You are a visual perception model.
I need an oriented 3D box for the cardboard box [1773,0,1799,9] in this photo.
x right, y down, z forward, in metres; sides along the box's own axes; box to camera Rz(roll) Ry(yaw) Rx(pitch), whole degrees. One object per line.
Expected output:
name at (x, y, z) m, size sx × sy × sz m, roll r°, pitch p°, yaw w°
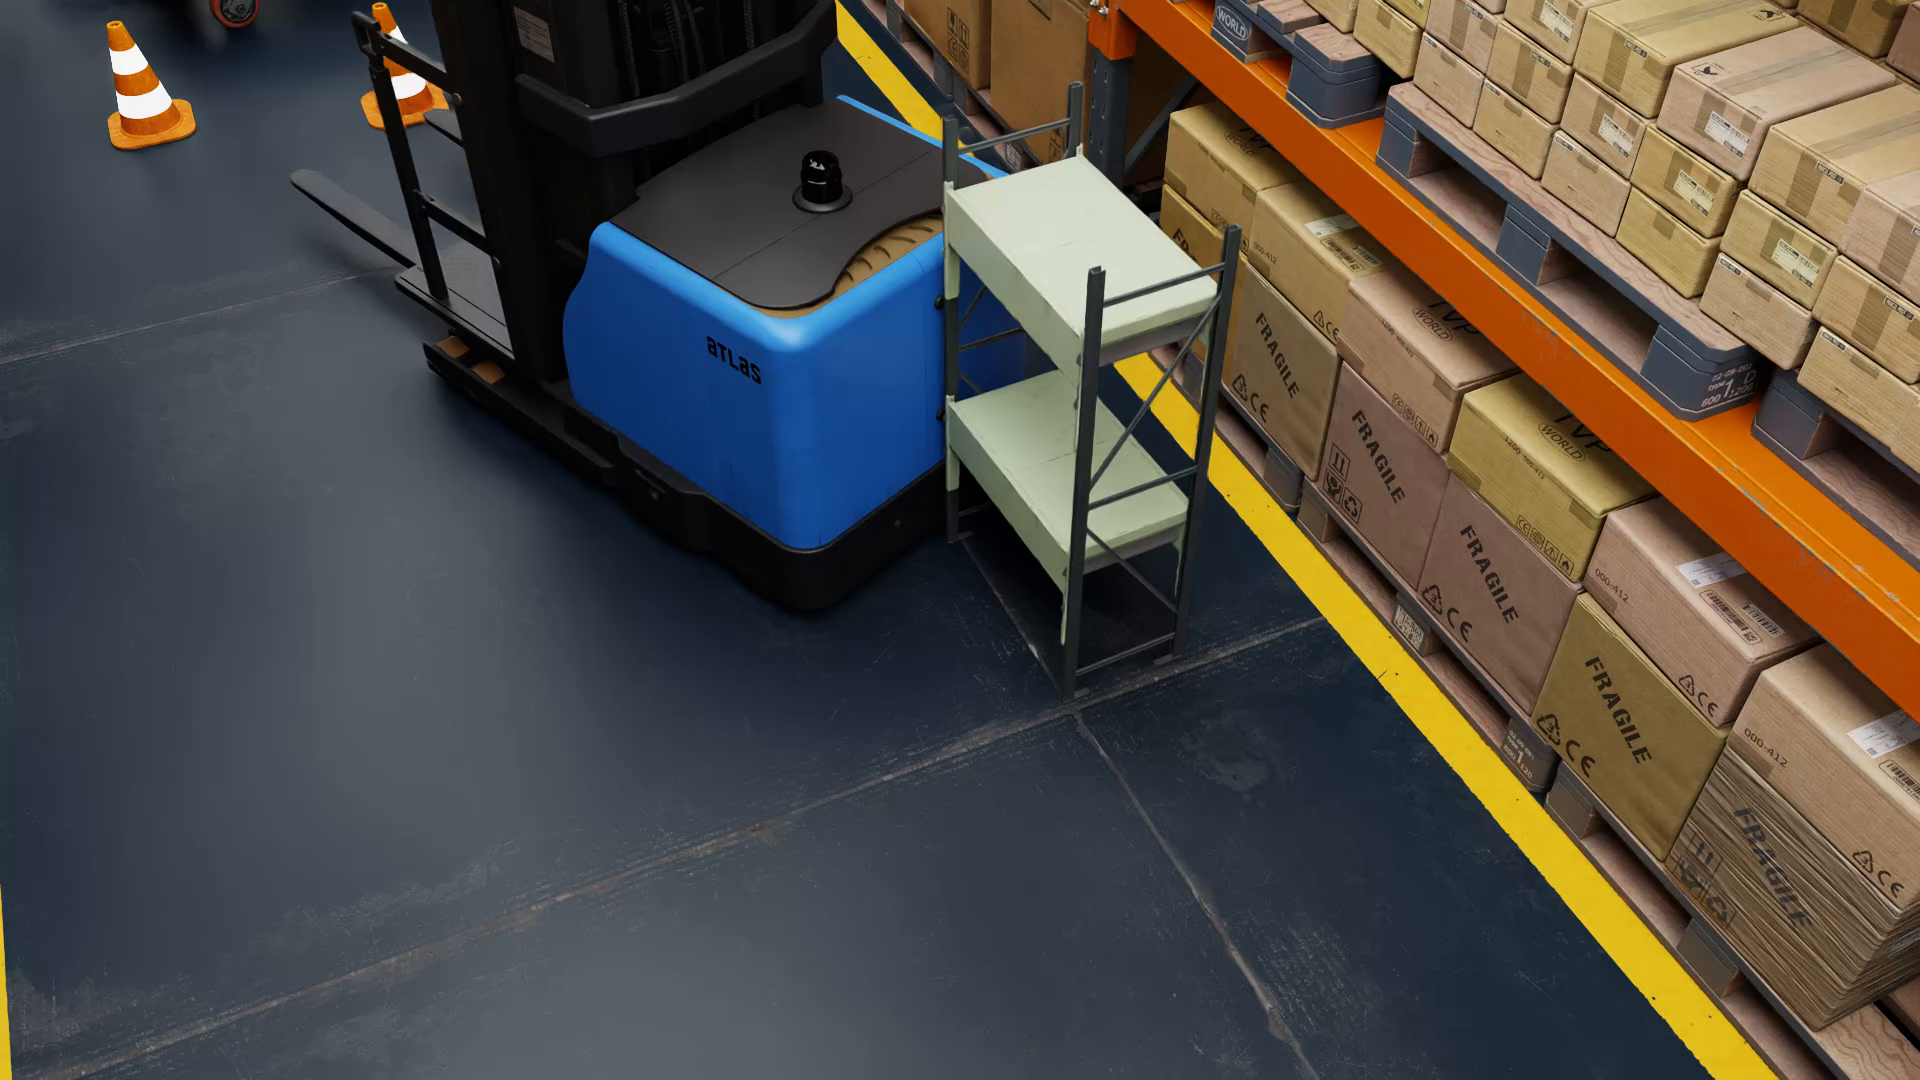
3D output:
cardboard box at (2.091, -1.443, 4.033) m, size 0.380 × 0.149 × 0.250 m, roll -16°, pitch 47°, yaw -15°

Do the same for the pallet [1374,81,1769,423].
pallet at (1.797, -0.855, 4.117) m, size 1.003 × 0.211 × 1.213 m, roll -18°, pitch 47°, yaw -17°

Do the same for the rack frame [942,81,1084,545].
rack frame at (0.138, -0.589, 4.779) m, size 0.400 × 1.500 × 0.023 m, roll -20°, pitch 48°, yaw -19°

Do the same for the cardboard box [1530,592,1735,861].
cardboard box at (1.854, 0.393, 4.197) m, size 0.500 × 0.500 × 0.500 m, roll -19°, pitch 48°, yaw -18°

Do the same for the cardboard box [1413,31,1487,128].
cardboard box at (1.388, -1.204, 4.215) m, size 0.380 × 0.149 × 0.250 m, roll -17°, pitch 47°, yaw -16°

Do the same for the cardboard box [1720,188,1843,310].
cardboard box at (1.822, -0.650, 3.441) m, size 0.380 × 0.149 × 0.250 m, roll -20°, pitch 48°, yaw -19°

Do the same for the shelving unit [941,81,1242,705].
shelving unit at (0.304, -0.360, 4.547) m, size 0.431 × 1.500 × 0.755 m, roll -20°, pitch 48°, yaw -19°

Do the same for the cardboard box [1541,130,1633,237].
cardboard box at (1.600, -0.877, 3.883) m, size 0.380 × 0.149 × 0.250 m, roll -19°, pitch 48°, yaw -19°

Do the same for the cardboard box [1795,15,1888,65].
cardboard box at (2.202, -1.172, 3.970) m, size 0.380 × 0.149 × 0.250 m, roll -19°, pitch 48°, yaw -18°

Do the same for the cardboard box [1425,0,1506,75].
cardboard box at (1.390, -1.310, 4.110) m, size 0.380 × 0.149 × 0.250 m, roll -18°, pitch 47°, yaw -17°

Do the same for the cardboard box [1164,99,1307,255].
cardboard box at (0.998, -1.188, 5.265) m, size 0.500 × 0.250 × 0.500 m, roll -20°, pitch 48°, yaw -19°

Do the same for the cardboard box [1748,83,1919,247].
cardboard box at (1.832, -0.754, 3.335) m, size 0.380 × 0.149 × 0.250 m, roll -19°, pitch 48°, yaw -19°

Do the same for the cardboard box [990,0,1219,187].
cardboard box at (0.753, -1.936, 6.379) m, size 1.050 × 0.750 × 0.750 m, roll -19°, pitch 48°, yaw -18°

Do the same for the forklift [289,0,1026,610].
forklift at (-1.213, -1.738, 4.925) m, size 3.031 × 2.935 × 1.130 m, roll 32°, pitch 53°, yaw 28°

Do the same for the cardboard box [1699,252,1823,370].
cardboard box at (1.823, -0.538, 3.540) m, size 0.380 × 0.149 × 0.250 m, roll -20°, pitch 48°, yaw -19°

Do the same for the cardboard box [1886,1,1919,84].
cardboard box at (2.317, -1.106, 3.691) m, size 0.380 × 0.149 × 0.250 m, roll -16°, pitch 47°, yaw -16°

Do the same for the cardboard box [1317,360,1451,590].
cardboard box at (1.428, -0.261, 4.859) m, size 0.500 × 0.500 × 0.500 m, roll -19°, pitch 48°, yaw -18°

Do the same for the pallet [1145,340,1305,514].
pallet at (1.255, -0.681, 5.790) m, size 1.003 × 0.211 × 1.213 m, roll -18°, pitch 47°, yaw -17°

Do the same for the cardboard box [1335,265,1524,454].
cardboard box at (1.408, -0.546, 4.614) m, size 0.500 × 0.250 × 0.500 m, roll -18°, pitch 47°, yaw -17°

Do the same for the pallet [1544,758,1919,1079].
pallet at (2.281, 0.874, 4.214) m, size 1.003 × 0.211 × 1.213 m, roll -18°, pitch 47°, yaw -17°

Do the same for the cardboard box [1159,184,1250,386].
cardboard box at (0.994, -0.906, 5.513) m, size 0.500 × 0.500 × 0.500 m, roll -20°, pitch 48°, yaw -19°

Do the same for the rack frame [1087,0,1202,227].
rack frame at (0.928, -2.172, 5.316) m, size 1.000 × 3.000 × 0.127 m, roll -18°, pitch 47°, yaw -17°

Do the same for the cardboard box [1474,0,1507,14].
cardboard box at (1.387, -1.424, 4.013) m, size 0.380 × 0.149 × 0.250 m, roll -16°, pitch 47°, yaw -16°

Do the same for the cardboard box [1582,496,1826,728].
cardboard box at (1.863, 0.119, 3.941) m, size 0.500 × 0.250 × 0.500 m, roll -16°, pitch 47°, yaw -16°

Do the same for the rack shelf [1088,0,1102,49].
rack shelf at (0.087, -3.191, 6.860) m, size 1.077 × 0.370 × 4.000 m, roll -18°, pitch 47°, yaw -17°

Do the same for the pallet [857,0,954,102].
pallet at (0.155, -2.481, 7.614) m, size 1.003 × 0.211 × 1.213 m, roll -18°, pitch 47°, yaw -17°

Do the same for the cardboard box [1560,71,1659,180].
cardboard box at (1.609, -0.980, 3.775) m, size 0.380 × 0.149 × 0.250 m, roll -16°, pitch 47°, yaw -16°

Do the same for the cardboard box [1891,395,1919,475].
cardboard box at (2.050, -0.203, 3.200) m, size 0.380 × 0.149 × 0.250 m, roll -18°, pitch 47°, yaw -18°

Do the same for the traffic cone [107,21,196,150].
traffic cone at (-3.411, -1.915, 6.862) m, size 0.336 × 0.463 × 0.334 m, roll -18°, pitch 47°, yaw -17°

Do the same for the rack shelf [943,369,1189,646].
rack shelf at (0.304, -0.128, 4.776) m, size 0.431 × 0.370 × 0.720 m, roll -20°, pitch 48°, yaw -19°

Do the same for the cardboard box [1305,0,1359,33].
cardboard box at (1.159, -1.545, 4.560) m, size 0.380 × 0.149 × 0.250 m, roll -16°, pitch 47°, yaw -15°

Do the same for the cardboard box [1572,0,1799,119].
cardboard box at (1.602, -1.095, 3.681) m, size 0.380 × 0.149 × 0.250 m, roll -19°, pitch 48°, yaw -18°
